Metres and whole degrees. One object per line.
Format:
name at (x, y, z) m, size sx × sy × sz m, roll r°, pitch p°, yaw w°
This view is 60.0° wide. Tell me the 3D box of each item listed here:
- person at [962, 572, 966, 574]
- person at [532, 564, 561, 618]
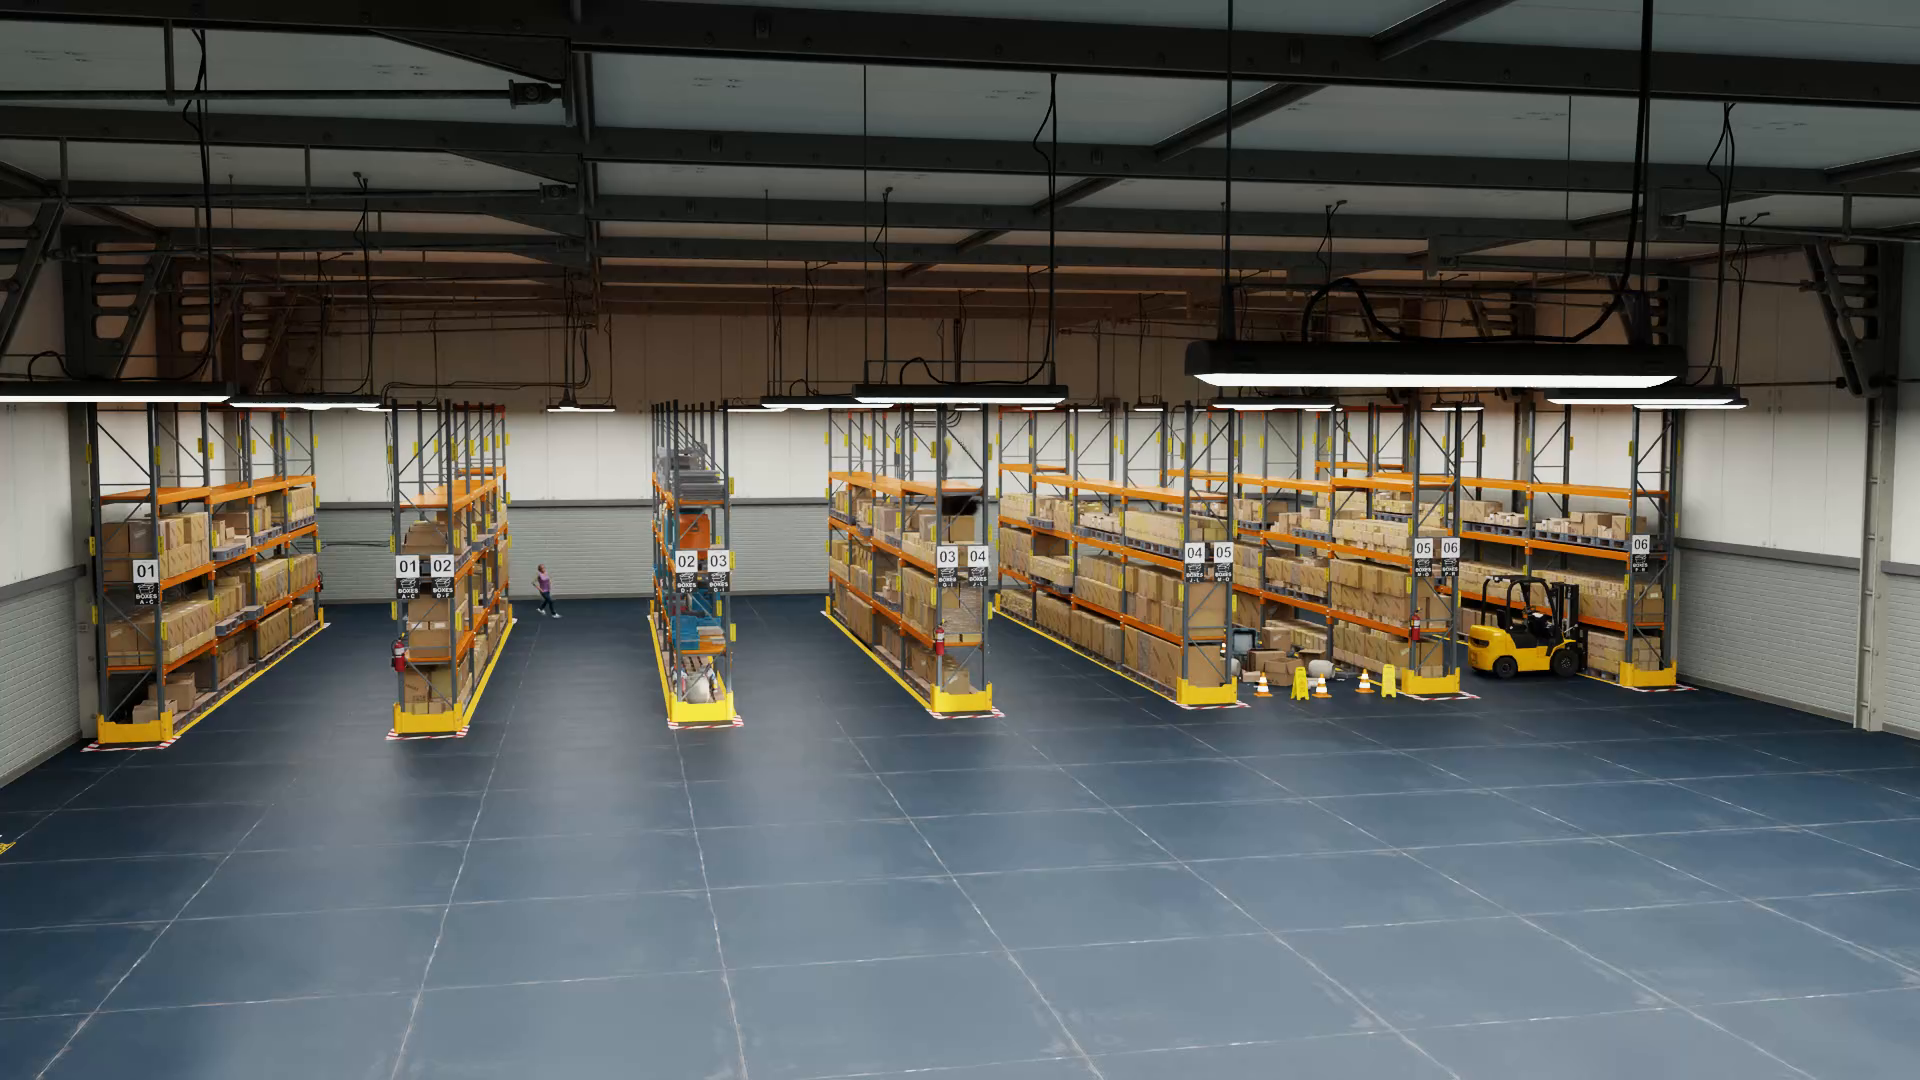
person at (-0.112, 1.287, 48.110) m, size 0.614 × 1.622 × 0.524 m, roll 1°, pitch 5°, yaw 18°
person at (-11.714, 1.434, 46.768) m, size 0.779 × 1.537 × 0.683 m, roll 2°, pitch 5°, yaw 25°
